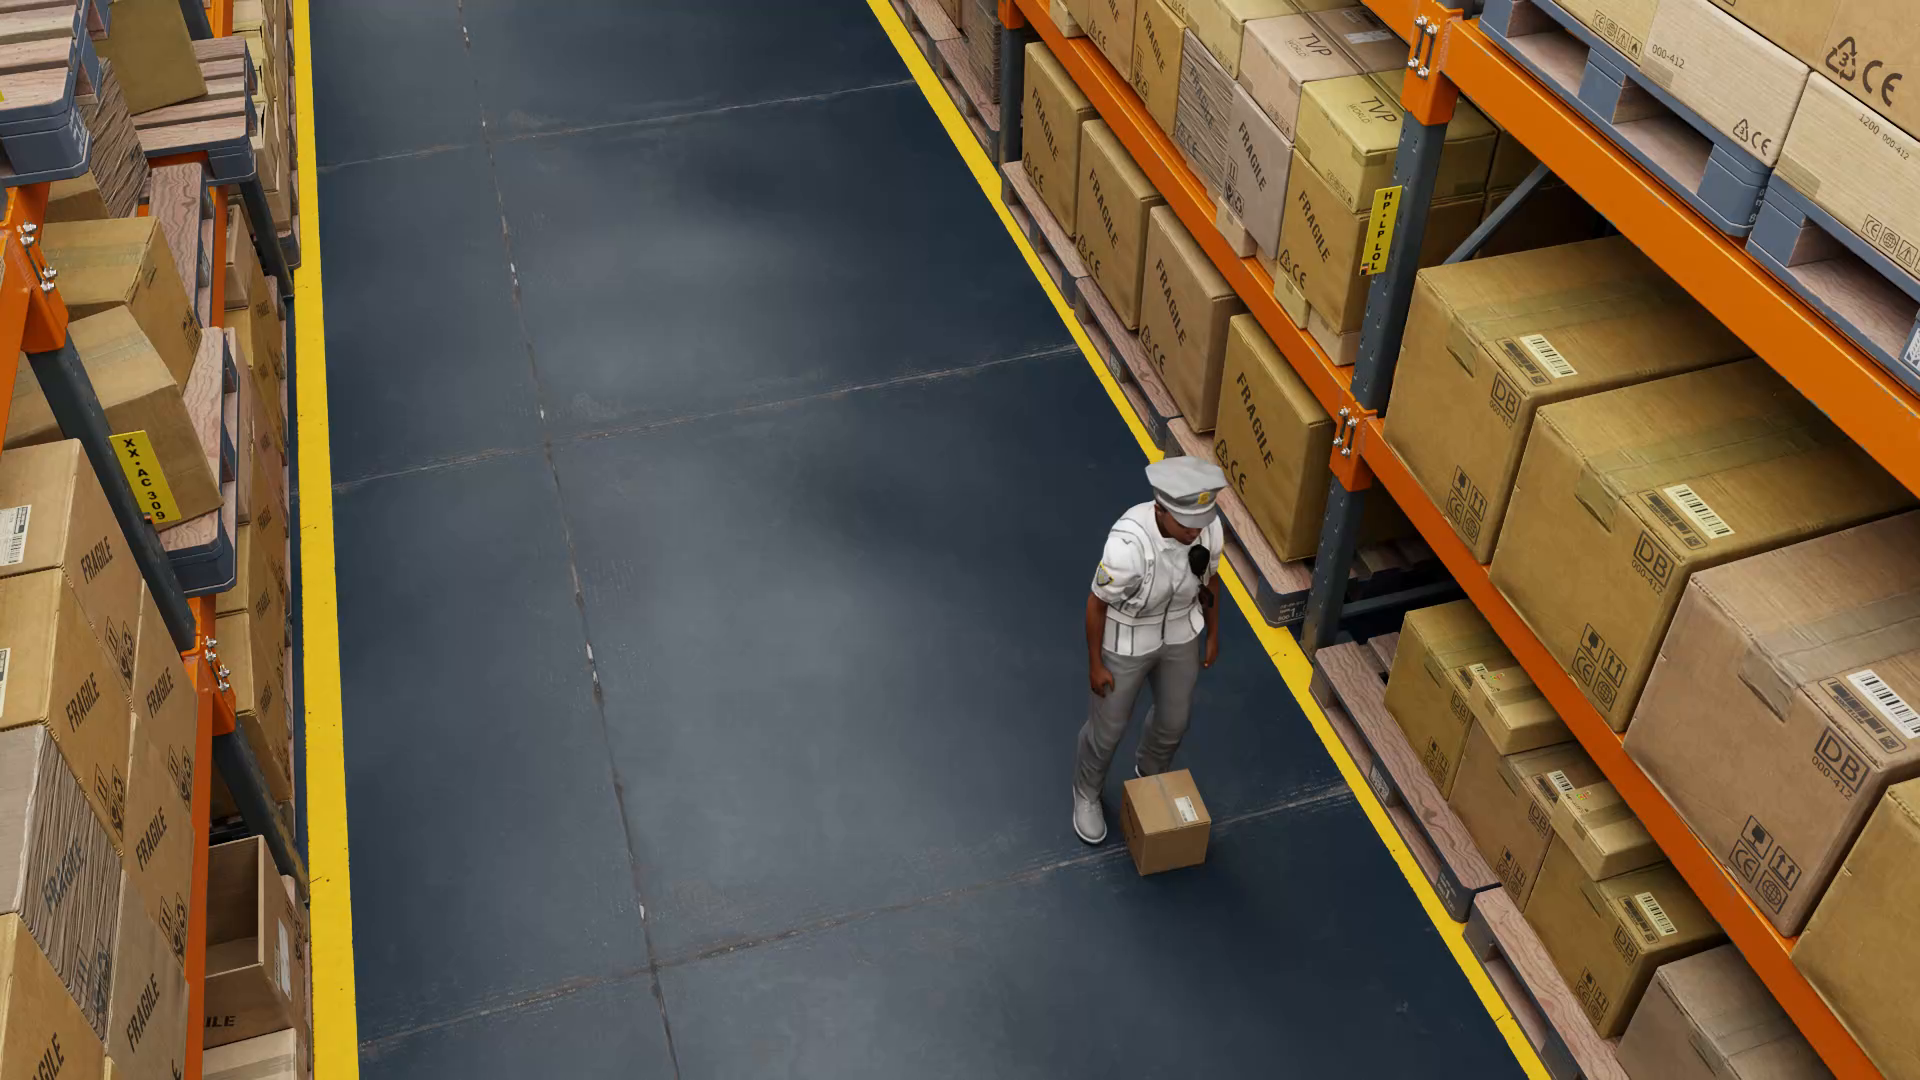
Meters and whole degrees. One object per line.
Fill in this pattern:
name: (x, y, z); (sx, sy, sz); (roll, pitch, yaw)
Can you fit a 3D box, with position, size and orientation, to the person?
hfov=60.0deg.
person: (0.652, 0.364, 5.761); (0.532, 1.664, 0.391); (-14, 44, -15)
